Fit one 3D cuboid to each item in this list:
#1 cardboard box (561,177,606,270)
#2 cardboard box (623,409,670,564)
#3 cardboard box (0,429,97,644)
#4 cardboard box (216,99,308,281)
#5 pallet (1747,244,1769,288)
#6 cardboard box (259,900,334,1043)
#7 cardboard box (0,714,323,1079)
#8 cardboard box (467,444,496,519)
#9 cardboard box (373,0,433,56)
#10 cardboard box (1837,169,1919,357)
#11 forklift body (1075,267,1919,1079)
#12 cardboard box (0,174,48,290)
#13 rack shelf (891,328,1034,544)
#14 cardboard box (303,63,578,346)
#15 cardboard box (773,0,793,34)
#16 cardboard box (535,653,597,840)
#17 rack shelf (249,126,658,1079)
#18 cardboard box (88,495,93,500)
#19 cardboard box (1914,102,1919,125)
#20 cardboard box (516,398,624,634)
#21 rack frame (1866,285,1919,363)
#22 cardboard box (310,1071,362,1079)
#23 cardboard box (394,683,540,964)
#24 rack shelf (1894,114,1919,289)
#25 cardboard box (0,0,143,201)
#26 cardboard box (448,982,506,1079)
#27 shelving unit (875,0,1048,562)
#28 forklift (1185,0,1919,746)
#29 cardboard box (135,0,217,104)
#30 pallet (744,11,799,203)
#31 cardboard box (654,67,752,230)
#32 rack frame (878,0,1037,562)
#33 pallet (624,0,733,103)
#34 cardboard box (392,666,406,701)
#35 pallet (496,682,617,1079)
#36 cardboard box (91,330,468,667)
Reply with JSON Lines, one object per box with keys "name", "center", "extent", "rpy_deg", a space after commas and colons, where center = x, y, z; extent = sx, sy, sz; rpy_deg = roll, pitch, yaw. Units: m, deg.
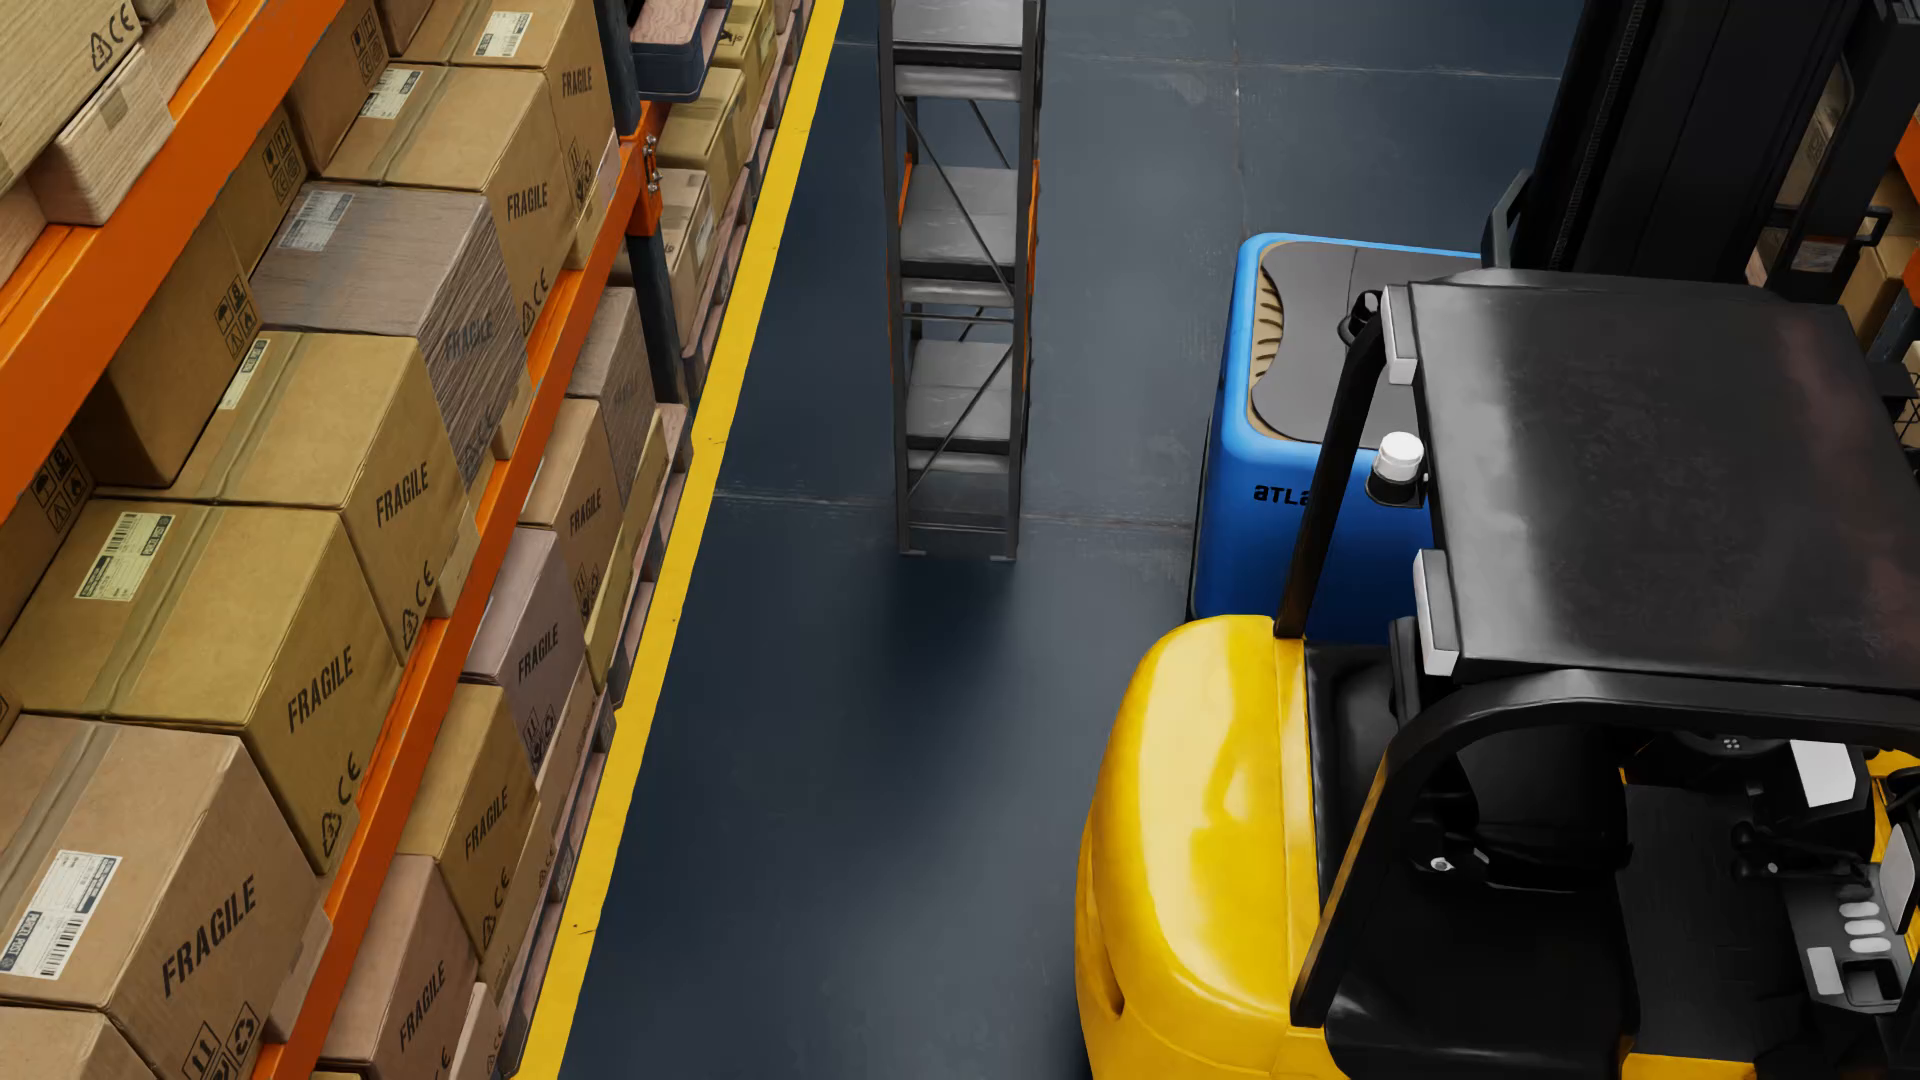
{"name": "cardboard box", "center": [-1.232, -0.912, 4.722], "extent": [0.380, 0.149, 0.250], "rpy_deg": [5, 48, 4]}
{"name": "cardboard box", "center": [-1.277, -0.198, 5.477], "extent": [0.500, 0.250, 0.500], "rpy_deg": [6, 48, 5]}
{"name": "cardboard box", "center": [-2.028, -0.113, 2.873], "extent": [0.700, 0.500, 0.500], "rpy_deg": [3, 48, 3]}
{"name": "cardboard box", "center": [-1.888, -0.859, 3.556], "extent": [0.700, 0.500, 0.500], "rpy_deg": [3, 48, 3]}
{"name": "pallet", "center": [3.481, -0.709, 6.255], "extent": [1.003, 0.211, 1.213], "rpy_deg": [4, 48, 4]}
{"name": "cardboard box", "center": [-1.435, 0.792, 3.163], "extent": [0.380, 0.149, 0.250], "rpy_deg": [5, 48, 4]}
{"name": "cardboard box", "center": [-1.492, 0.658, 2.846], "extent": [0.500, 0.500, 0.500], "rpy_deg": [5, 48, 5]}
{"name": "cardboard box", "center": [-1.359, -0.163, 4.036], "extent": [0.380, 0.149, 0.250], "rpy_deg": [3, 48, 3]}
{"name": "cardboard box", "center": [-1.747, -1.600, 4.234], "extent": [0.700, 0.500, 0.500], "rpy_deg": [3, 48, 3]}
{"name": "cardboard box", "center": [3.489, -0.831, 5.802], "extent": [0.875, 0.625, 0.625], "rpy_deg": [6, 48, 5]}
{"name": "forklift body", "center": [1.444, 0.604, 3.740], "extent": [2.313, 2.155, 1.214], "rpy_deg": [4, 48, 4]}
{"name": "cardboard box", "center": [-1.490, -0.418, 2.237], "extent": [0.380, 0.149, 0.250], "rpy_deg": [3, 48, 2]}
{"name": "rack shelf", "center": [0.015, -0.349, 5.613], "extent": [0.431, 0.518, 0.480], "rpy_deg": [4, 48, 4]}
{"name": "cardboard box", "center": [-1.323, -0.849, 4.225], "extent": [0.500, 0.500, 0.500], "rpy_deg": [5, 48, 5]}
{"name": "cardboard box", "center": [-1.247, -2.674, 7.659], "extent": [0.950, 0.372, 0.625], "rpy_deg": [3, 48, 3]}
{"name": "cardboard box", "center": [-1.366, 0.567, 4.777], "extent": [0.500, 0.250, 0.500], "rpy_deg": [5, 48, 4]}
{"name": "rack shelf", "center": [-1.673, 0.275, 3.953], "extent": [1.077, 0.370, 4.000], "rpy_deg": [4, 48, 4]}
{"name": "cardboard box", "center": [-1.916, -0.156, 3.590], "extent": [0.500, 0.500, 0.500], "rpy_deg": [4, 48, 4]}
{"name": "cardboard box", "center": [3.238, -1.443, 5.139], "extent": [0.500, 0.250, 0.500], "rpy_deg": [5, 48, 4]}
{"name": "cardboard box", "center": [-1.322, -0.077, 4.859], "extent": [0.500, 0.500, 0.500], "rpy_deg": [5, 48, 4]}
{"name": "rack frame", "center": [3.453, -1.106, 4.729], "extent": [1.000, 3.000, 0.127], "rpy_deg": [4, 48, 4]}
{"name": "cardboard box", "center": [-1.505, 1.444, 3.467], "extent": [0.500, 0.500, 0.500], "rpy_deg": [2, 48, 2]}
{"name": "cardboard box", "center": [-1.407, 0.691, 4.156], "extent": [0.500, 0.500, 0.500], "rpy_deg": [5, 48, 4]}
{"name": "rack shelf", "center": [3.635, -2.333, 6.339], "extent": [1.077, 0.370, 4.000], "rpy_deg": [4, 48, 4]}
{"name": "cardboard box", "center": [-1.466, -0.662, 2.190], "extent": [0.500, 0.250, 0.500], "rpy_deg": [5, 48, 5]}
{"name": "cardboard box", "center": [-1.452, 1.340, 4.071], "extent": [0.500, 0.250, 0.500], "rpy_deg": [5, 48, 5]}
{"name": "shelving unit", "center": [0.015, -0.830, 5.086], "extent": [0.431, 2.100, 0.503], "rpy_deg": [4, 48, 4]}
{"name": "forklift", "center": [2.275, -0.700, 4.404], "extent": [3.031, 2.935, 1.130], "rpy_deg": [7, 48, 7]}
{"name": "cardboard box", "center": [-1.404, -0.793, 2.580], "extent": [0.380, 0.149, 0.250], "rpy_deg": [3, 48, 2]}
{"name": "pallet", "center": [-1.312, -1.967, 7.406], "extent": [1.003, 0.211, 1.213], "rpy_deg": [4, 48, 4]}
{"name": "cardboard box", "center": [-1.383, -1.606, 6.682], "extent": [0.950, 0.372, 0.625], "rpy_deg": [7, 48, 6]}
{"name": "rack frame", "center": [-0.007, -0.651, 4.922], "extent": [0.400, 2.100, 0.015], "rpy_deg": [4, 48, 4]}
{"name": "pallet", "center": [-1.276, -1.924, 5.607], "extent": [1.003, 0.211, 1.213], "rpy_deg": [4, 48, 4]}
{"name": "cardboard box", "center": [-1.427, 0.210, 3.696], "extent": [0.380, 0.149, 0.250], "rpy_deg": [3, 48, 2]}
{"name": "pallet", "center": [-1.625, 0.899, 4.785], "extent": [1.003, 0.211, 1.213], "rpy_deg": [4, 48, 4]}
{"name": "cardboard box", "center": [-1.408, -0.091, 3.531], "extent": [0.500, 0.500, 0.500], "rpy_deg": [3, 48, 3]}
